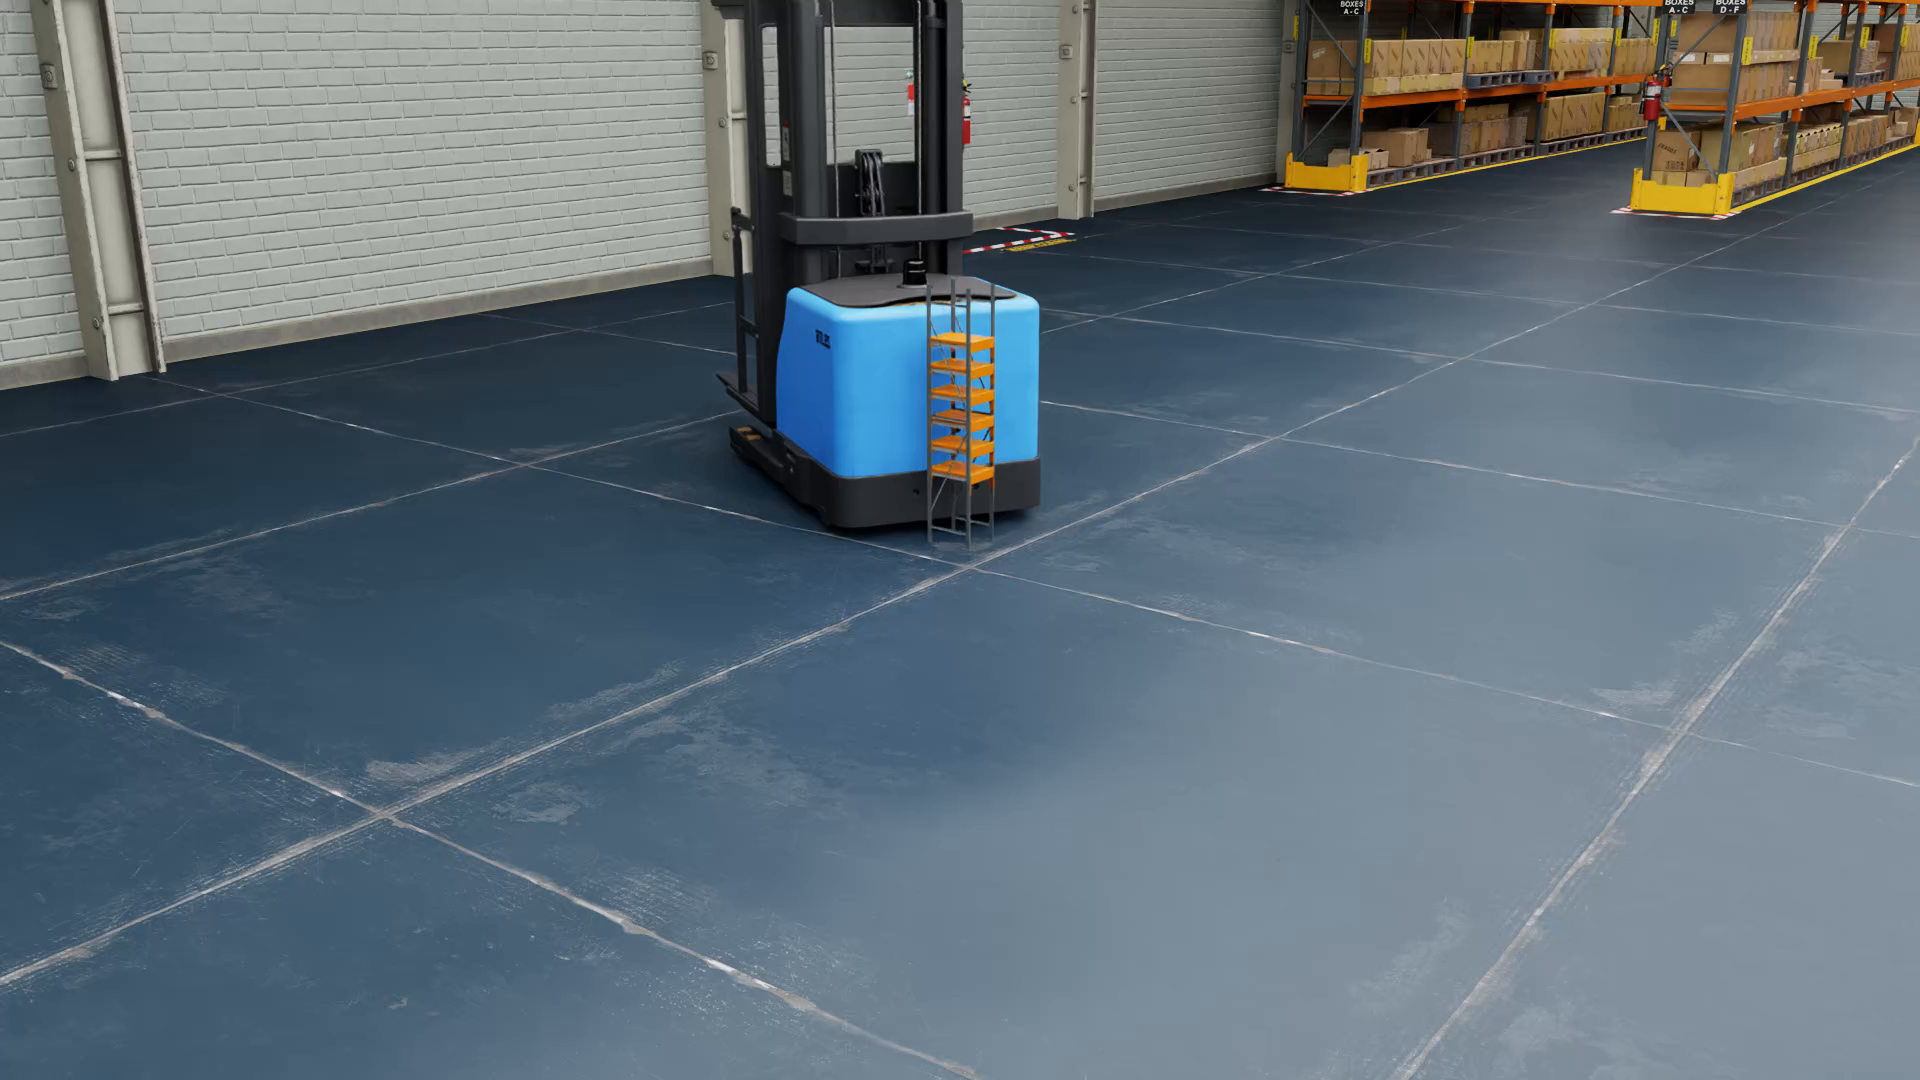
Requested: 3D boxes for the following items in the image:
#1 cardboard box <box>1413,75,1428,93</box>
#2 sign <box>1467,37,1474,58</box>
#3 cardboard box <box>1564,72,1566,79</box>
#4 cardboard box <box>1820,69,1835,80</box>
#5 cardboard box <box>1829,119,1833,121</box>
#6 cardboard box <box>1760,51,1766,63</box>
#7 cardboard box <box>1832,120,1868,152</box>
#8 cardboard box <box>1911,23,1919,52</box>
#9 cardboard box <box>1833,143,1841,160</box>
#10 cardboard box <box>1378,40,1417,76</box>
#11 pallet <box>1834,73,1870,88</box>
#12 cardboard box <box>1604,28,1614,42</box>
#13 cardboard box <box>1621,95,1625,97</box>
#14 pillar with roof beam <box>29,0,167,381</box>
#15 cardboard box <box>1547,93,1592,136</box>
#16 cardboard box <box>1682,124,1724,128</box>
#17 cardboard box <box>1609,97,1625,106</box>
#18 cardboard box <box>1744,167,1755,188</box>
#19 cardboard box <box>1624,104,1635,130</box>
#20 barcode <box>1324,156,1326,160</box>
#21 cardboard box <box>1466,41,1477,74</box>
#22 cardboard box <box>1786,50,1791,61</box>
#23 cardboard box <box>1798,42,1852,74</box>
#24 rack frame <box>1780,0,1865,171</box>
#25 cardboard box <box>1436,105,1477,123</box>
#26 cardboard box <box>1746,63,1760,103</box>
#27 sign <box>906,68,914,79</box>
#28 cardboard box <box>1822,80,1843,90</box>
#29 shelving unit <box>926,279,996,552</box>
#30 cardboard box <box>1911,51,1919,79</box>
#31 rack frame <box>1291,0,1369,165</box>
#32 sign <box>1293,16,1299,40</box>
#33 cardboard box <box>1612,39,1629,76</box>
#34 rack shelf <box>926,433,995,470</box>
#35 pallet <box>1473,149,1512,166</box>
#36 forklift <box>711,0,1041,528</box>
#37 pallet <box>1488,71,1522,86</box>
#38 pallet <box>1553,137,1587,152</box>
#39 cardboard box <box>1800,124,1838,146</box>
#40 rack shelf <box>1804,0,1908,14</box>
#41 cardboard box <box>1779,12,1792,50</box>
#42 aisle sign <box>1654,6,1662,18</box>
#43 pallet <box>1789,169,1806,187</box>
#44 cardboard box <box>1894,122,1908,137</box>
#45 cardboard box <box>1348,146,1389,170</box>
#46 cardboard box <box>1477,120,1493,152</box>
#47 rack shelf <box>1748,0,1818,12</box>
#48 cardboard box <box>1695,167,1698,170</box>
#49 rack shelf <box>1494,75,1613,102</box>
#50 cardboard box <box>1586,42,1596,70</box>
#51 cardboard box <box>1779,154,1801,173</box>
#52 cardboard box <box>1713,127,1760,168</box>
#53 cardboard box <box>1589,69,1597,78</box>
[{"bbox_3d":[6.732,-6.912,25.163,0.500,0.250,0.500,13,21,35],"label":"cardboard box"},{"bbox_3d":[8.101,-7.820,26.407,0.100,0.325,0.005,12,21,35],"label":"sign"},{"bbox_3d":[11.008,-8.632,30.872,0.380,0.149,0.250,13,21,36],"label":"cardboard box"},{"bbox_3d":[13.773,-7.457,26.849,0.500,0.311,0.500,14,22,38],"label":"cardboard box"},{"bbox_3d":[14.702,-6.982,28.643,0.500,0.500,0.500,12,21,33],"label":"cardboard box"},{"bbox_3d":[10.430,-6.393,22.011,0.380,0.149,0.250,12,21,34],"label":"cardboard box"},{"bbox_3d":[15.136,-6.897,28.369,0.500,0.500,0.500,12,21,34],"label":"cardboard box"},{"bbox_3d":[17.528,-9.364,30.986,0.500,0.500,0.500,12,21,33],"label":"cardboard box"},{"bbox_3d":[13.907,-6.298,26.893,0.500,0.250,0.500,13,21,36],"label":"cardboard box"},{"bbox_3d":[6.419,-7.142,24.640,0.500,0.500,0.500,12,21,33],"label":"cardboard box"},{"bbox_3d":[14.372,-7.661,27.678,1.213,0.211,1.003,12,21,35],"label":"pallet"},{"bbox_3d":[12.354,-9.807,32.297,0.500,0.250,0.500,13,22,36],"label":"cardboard box"},{"bbox_3d":[13.786,-9.315,35.094,0.380,0.149,0.250,13,21,35],"label":"cardboard box"},{"bbox_3d":[-2.268,-4.684,7.654,9.100,9.000,0.400,12,21,35],"label":"pillar with roof beam"},{"bbox_3d":[11.617,-8.190,31.975,0.750,0.750,0.750,13,22,36],"label":"cardboard box"},{"bbox_3d":[10.221,-5.459,22.927,0.500,0.500,0.500,12,21,35],"label":"cardboard box"},{"bbox_3d":[13.306,-8.932,33.860,0.380,0.149,0.250,13,22,37],"label":"cardboard box"},{"bbox_3d":[10.349,-4.888,22.353,0.500,0.250,0.500,12,21,35],"label":"cardboard box"},{"bbox_3d":[13.565,-8.813,34.573,0.700,0.500,0.500,13,21,36],"label":"cardboard box"},{"bbox_3d":[5.451,-5.702,24.823,0.001,0.075,0.075,12,21,35],"label":"barcode"},{"bbox_3d":[7.991,-7.873,27.129,0.700,0.500,0.500,12,21,35],"label":"cardboard box"},{"bbox_3d":[11.348,-6.759,23.190,0.380,0.149,0.250,12,21,33],"label":"cardboard box"},{"bbox_3d":[14.309,-7.997,27.560,0.700,0.500,0.500,5,18,16],"label":"cardboard box"},{"bbox_3d":[14.025,-7.579,27.090,1.000,3.000,0.127,12,21,35],"label":"rack frame"},{"bbox_3d":[8.346,-7.158,27.946,0.500,0.250,0.500,12,21,34],"label":"cardboard box"},{"bbox_3d":[10.156,-6.073,22.073,0.700,0.500,0.500,13,21,35],"label":"cardboard box"},{"bbox_3d":[-0.481,-5.012,17.873,0.001,0.109,0.331,12,21,35],"label":"sign"},{"bbox_3d":[13.711,-7.195,26.280,0.380,0.149,0.250,12,21,35],"label":"cardboard box"},{"bbox_3d":[0.003,-0.561,7.526,0.258,1.200,0.189,12,21,35],"label":"shelving unit"},{"bbox_3d":[17.835,-9.015,31.547,0.500,0.500,0.500,12,21,34],"label":"cardboard box"},{"bbox_3d":[5.277,-6.548,23.770,1.000,3.000,0.127,12,21,35],"label":"rack frame"},{"bbox_3d":[4.844,-7.354,23.883,0.100,0.325,0.005,12,21,35],"label":"sign"},{"bbox_3d":[12.764,-9.675,33.336,0.980,0.700,0.700,13,21,36],"label":"cardboard box"},{"bbox_3d":[0.003,-0.404,7.575,0.258,0.103,0.180,12,21,35],"label":"rack shelf"},{"bbox_3d":[8.850,-6.646,28.789,1.003,0.211,1.213,12,21,35],"label":"pallet"},{"bbox_3d":[-0.634,-1.851,8.761,1.130,2.935,3.031,-7,19,-21],"label":"forklift"},{"bbox_3d":[8.897,-7.883,28.393,1.003,0.211,1.213,12,21,35],"label":"pallet"},{"bbox_3d":[11.302,-7.585,31.813,1.003,0.211,1.213,12,21,35],"label":"pallet"},{"bbox_3d":[13.606,-6.441,26.408,0.500,0.311,0.500,12,21,34],"label":"cardboard box"},{"bbox_3d":[15.216,-9.144,28.286,1.077,0.370,4.000,12,21,35],"label":"rack shelf"},{"bbox_3d":[11.082,-7.066,23.083,0.700,0.500,0.500,12,21,35],"label":"cardboard box"},{"bbox_3d":[15.095,-11.564,35.541,0.394,0.787,0.004,12,21,35],"label":"aisle sign"},{"bbox_3d":[12.049,-5.477,25.023,1.003,0.211,1.213,12,21,35],"label":"pallet"},{"bbox_3d":[18.075,-7.987,32.300,0.500,0.250,0.500,12,21,35],"label":"cardboard box"},{"bbox_3d":[6.102,-5.758,25.020,0.500,0.311,0.500,15,22,39],"label":"cardboard box"},{"bbox_3d":[8.690,-6.941,28.511,0.700,0.500,0.500,13,21,35],"label":"cardboard box"},{"bbox_3d":[10.450,-7.238,22.150,1.077,0.370,4.000,12,21,35],"label":"rack shelf"},{"bbox_3d":[9.628,-4.862,22.270,0.500,0.250,0.500,12,21,35],"label":"cardboard box"},{"bbox_3d":[11.236,-8.586,31.547,1.077,0.370,4.000,12,21,35],"label":"rack shelf"},{"bbox_3d":[11.753,-9.209,31.637,0.500,0.500,0.500,12,21,35],"label":"cardboard box"},{"bbox_3d":[12.081,-5.565,24.536,0.500,0.250,0.500,12,21,33],"label":"cardboard box"},{"bbox_3d":[10.340,-5.248,22.249,0.500,0.500,0.500,12,21,35],"label":"cardboard box"},{"bbox_3d":[12.021,-8.973,31.972,0.380,0.149,0.250,12,21,35],"label":"cardboard box"}]
